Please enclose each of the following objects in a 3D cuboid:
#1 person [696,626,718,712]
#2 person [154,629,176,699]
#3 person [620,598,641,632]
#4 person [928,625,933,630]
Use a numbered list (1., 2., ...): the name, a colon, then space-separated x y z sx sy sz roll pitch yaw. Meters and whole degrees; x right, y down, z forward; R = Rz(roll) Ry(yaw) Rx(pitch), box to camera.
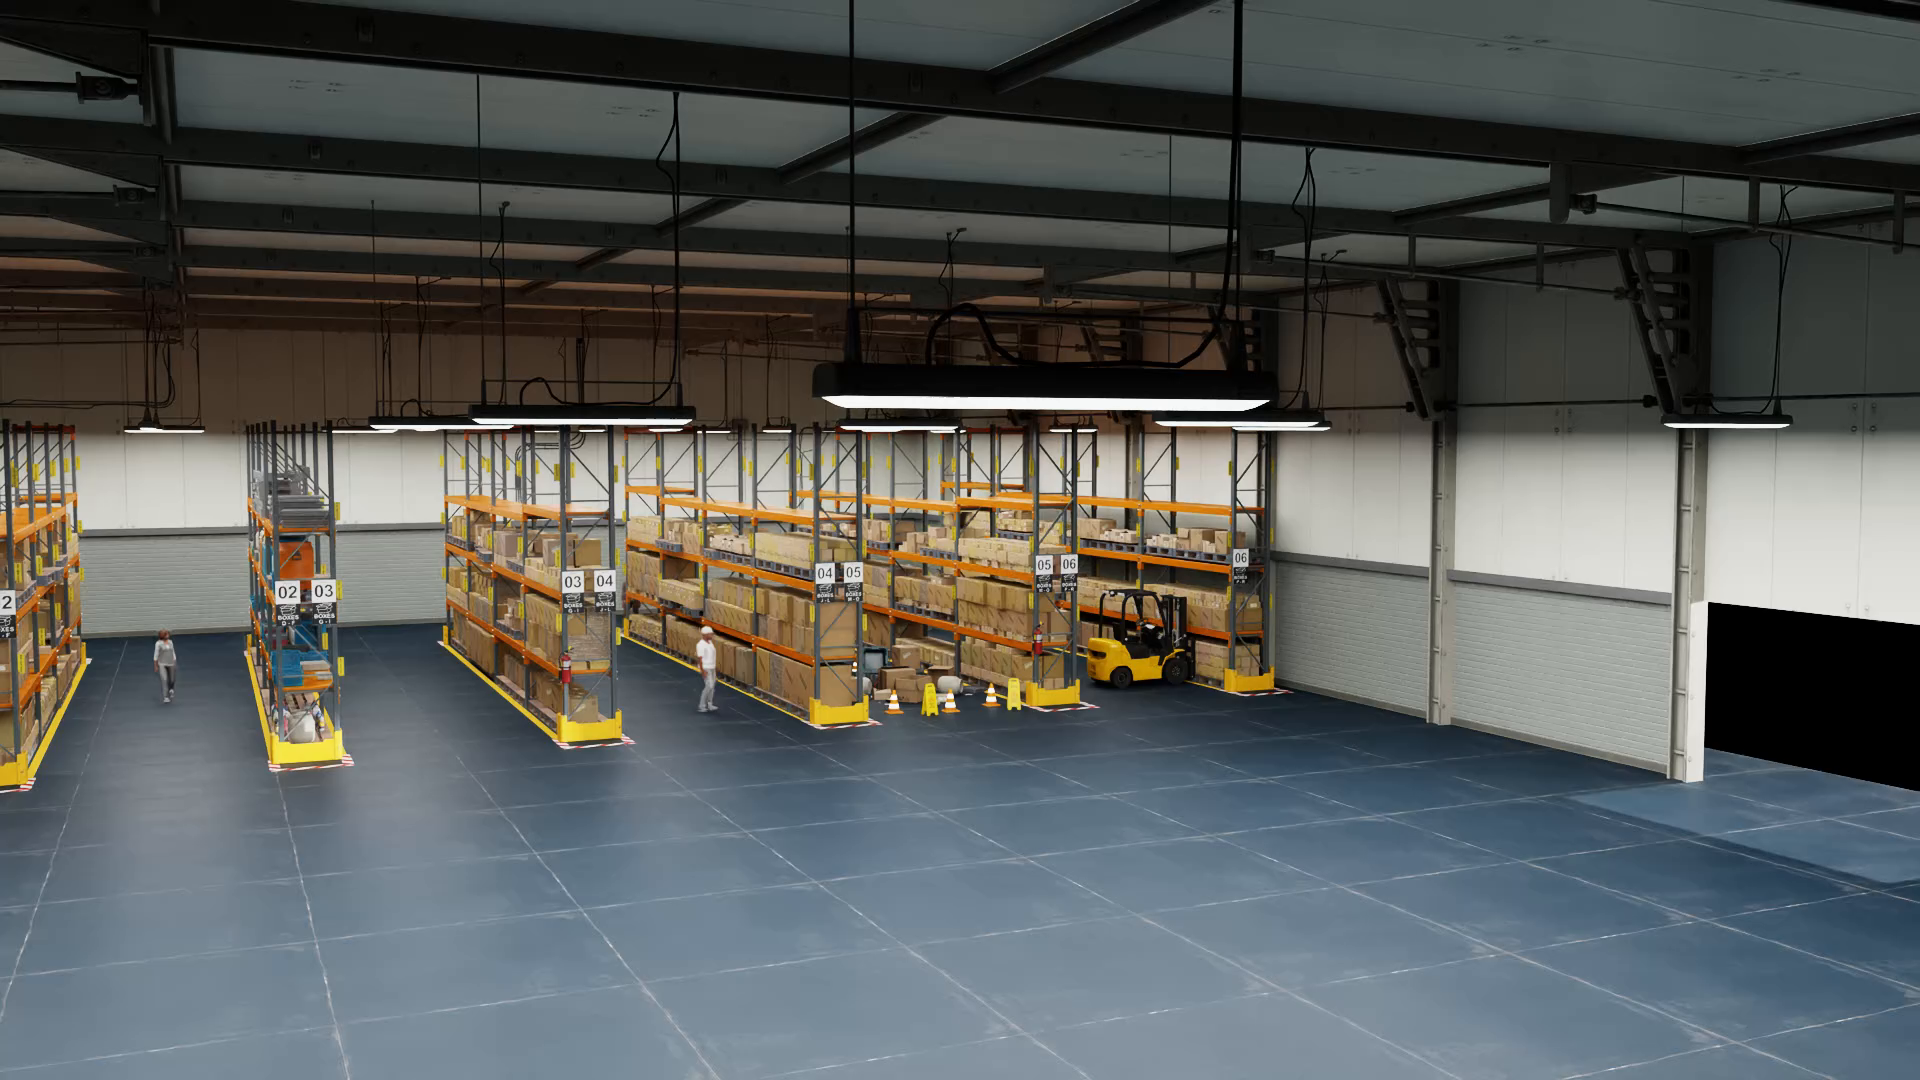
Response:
1. person: -5.263 2.711 34.728 0.396 1.816 0.575 1 4 17
2. person: -17.116 2.660 35.796 0.433 1.501 0.585 -2 4 -30
3. person: -9.660 1.792 48.757 0.610 1.790 0.449 -1 4 -8
4. person: -1.001 1.787 49.078 0.366 1.731 0.556 -4 5 -44
